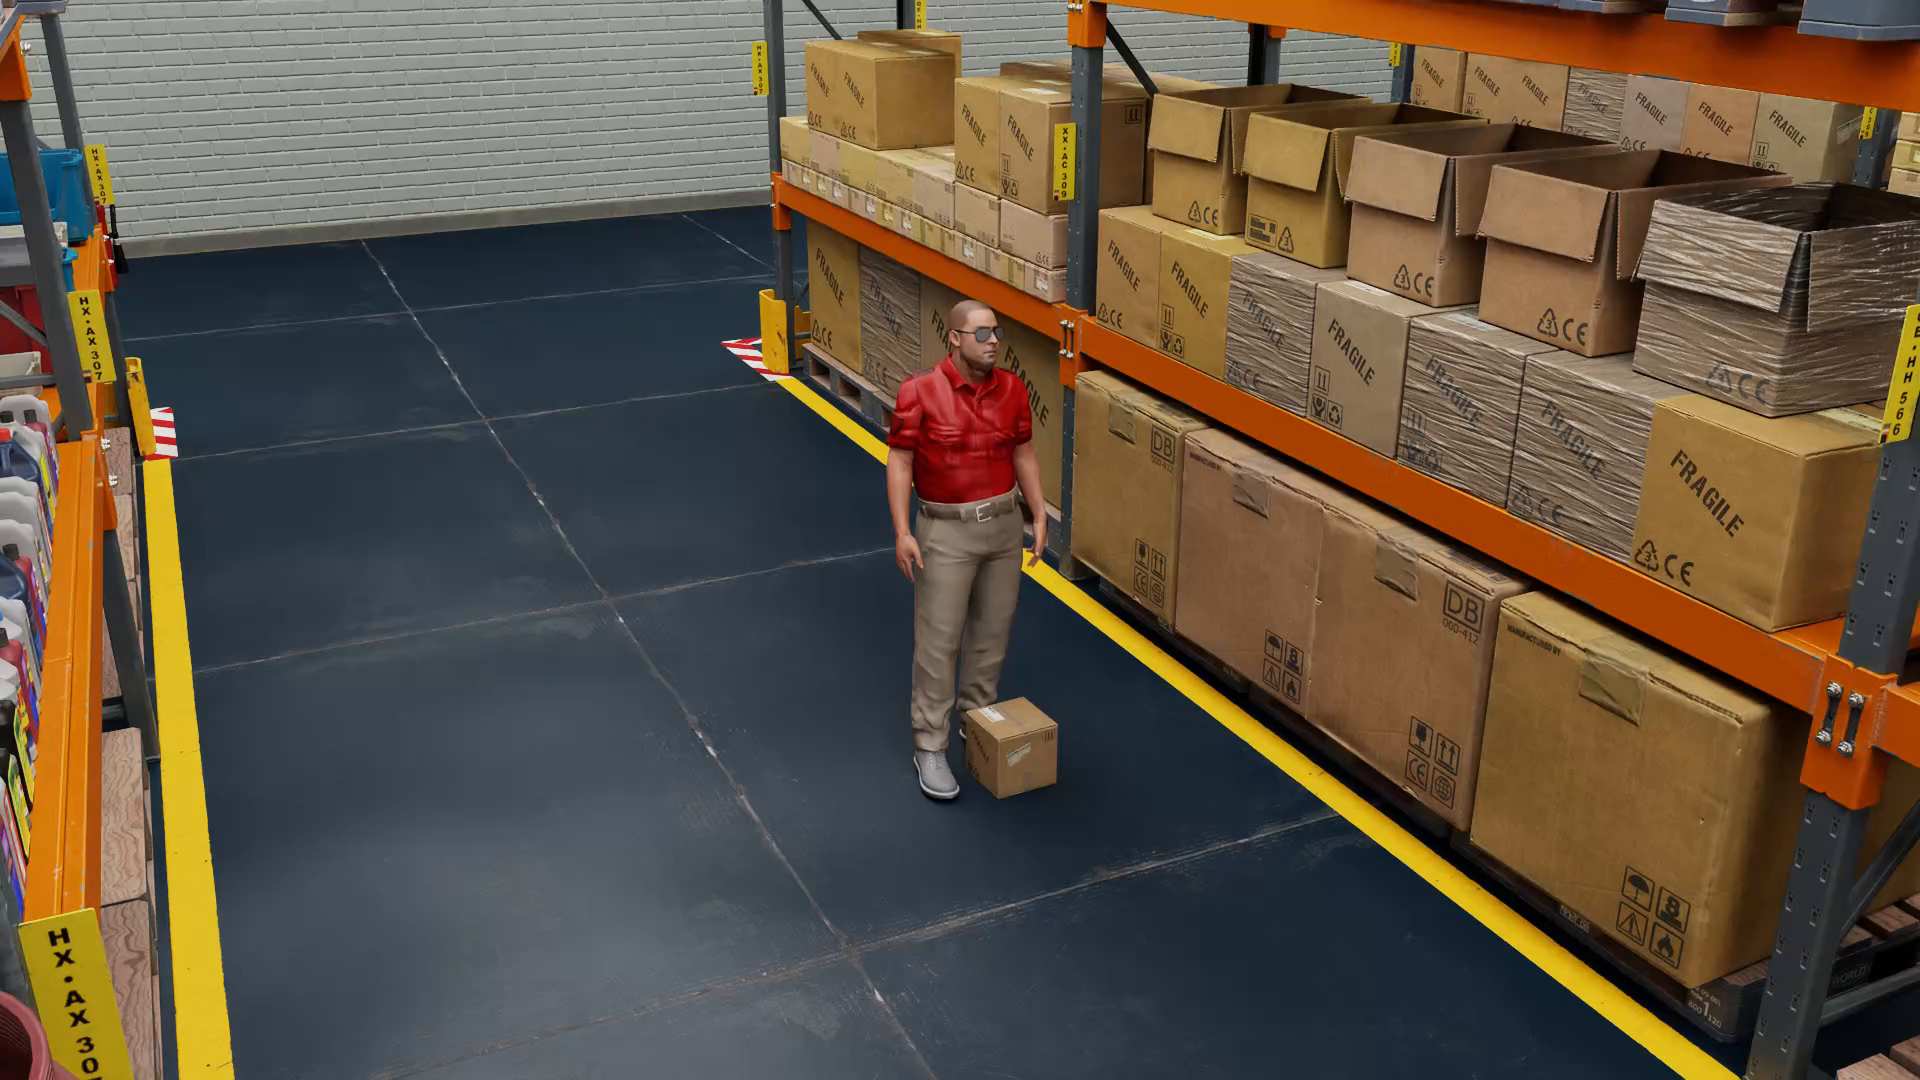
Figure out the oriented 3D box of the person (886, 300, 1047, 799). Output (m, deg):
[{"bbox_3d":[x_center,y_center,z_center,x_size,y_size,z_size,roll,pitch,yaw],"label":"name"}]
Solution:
[{"bbox_3d":[0.069,0.015,6.049,0.641,1.728,0.550,-11,24,-25],"label":"person"}]
